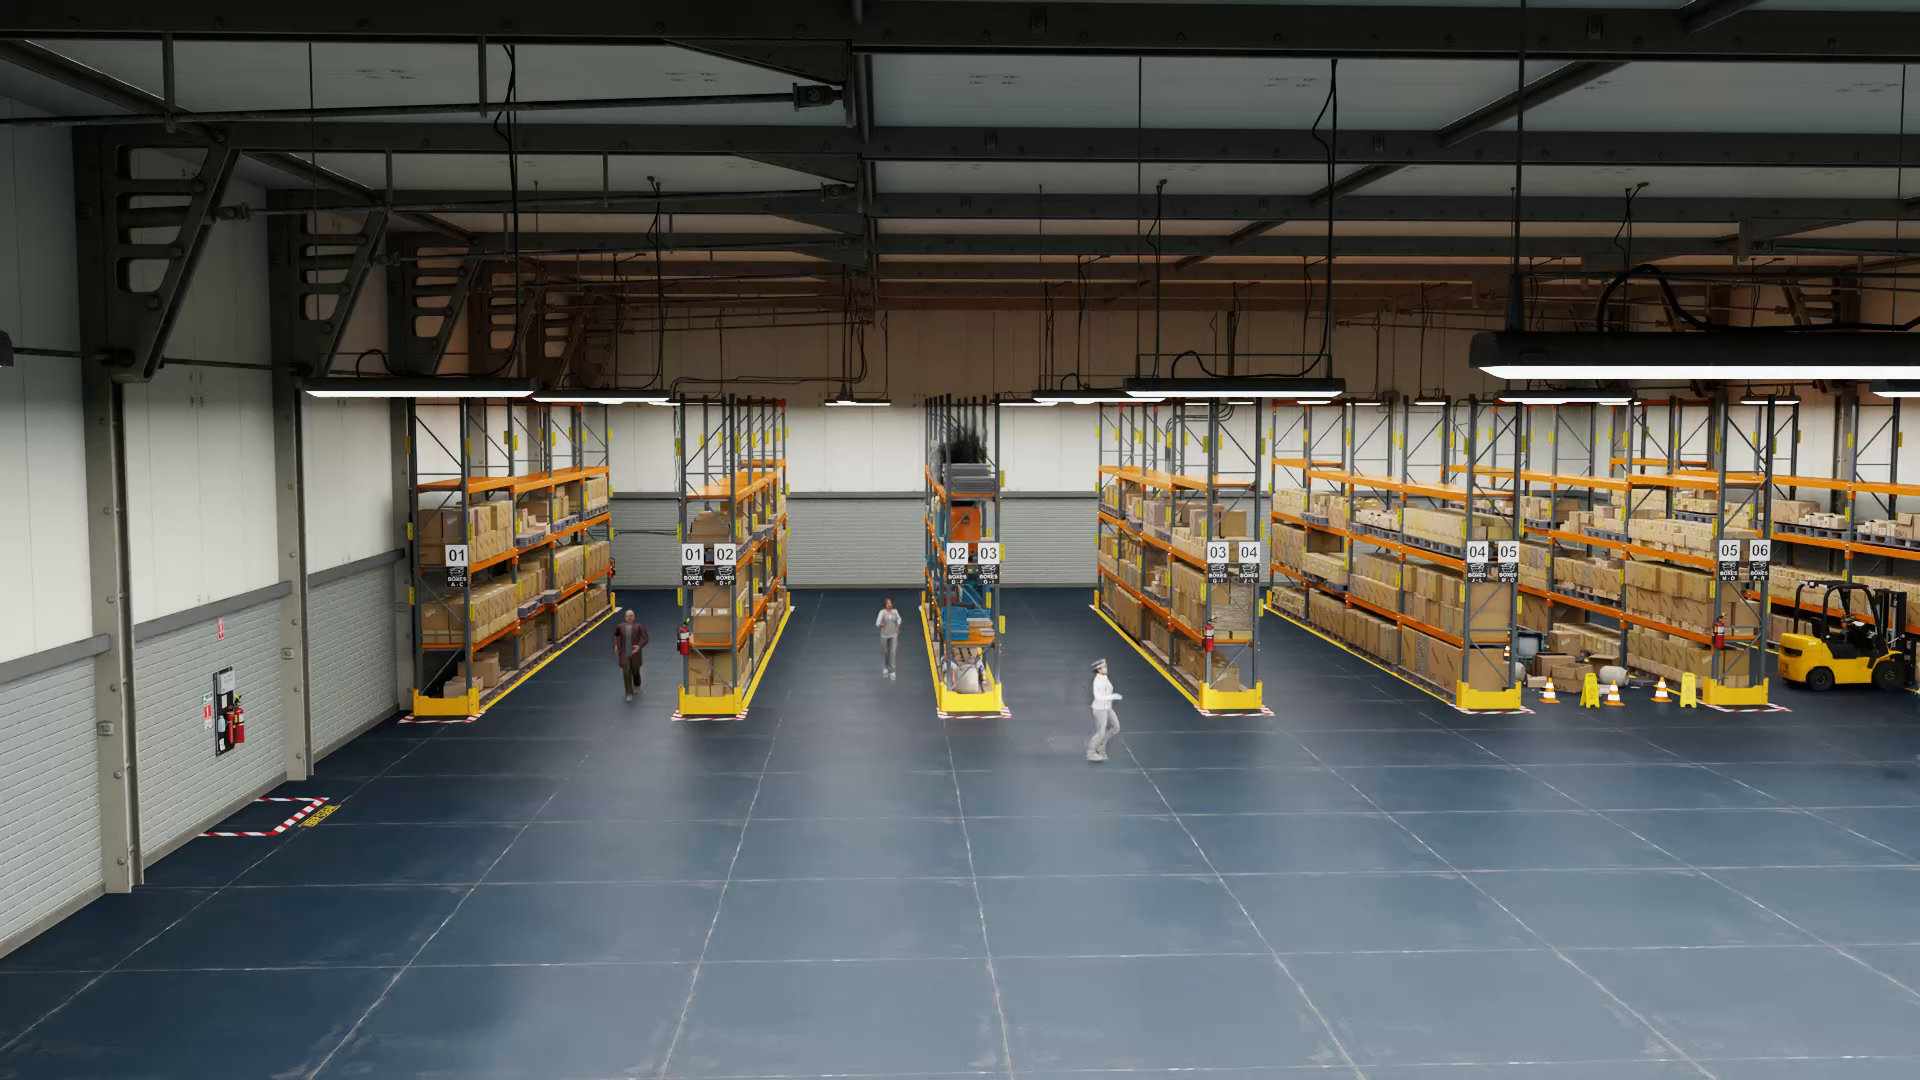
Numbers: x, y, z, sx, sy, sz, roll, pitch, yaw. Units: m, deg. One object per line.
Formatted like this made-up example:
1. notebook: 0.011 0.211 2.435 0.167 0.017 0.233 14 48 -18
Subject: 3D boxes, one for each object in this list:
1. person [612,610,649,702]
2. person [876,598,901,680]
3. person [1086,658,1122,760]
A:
1. person: -6.489 2.252 32.716 0.730 1.761 0.858 0 5 -4
2. person: -1.423 1.973 33.412 0.539 1.628 0.775 -1 5 -11
3. person: 2.355 2.755 26.959 0.614 1.690 0.596 2 5 22
